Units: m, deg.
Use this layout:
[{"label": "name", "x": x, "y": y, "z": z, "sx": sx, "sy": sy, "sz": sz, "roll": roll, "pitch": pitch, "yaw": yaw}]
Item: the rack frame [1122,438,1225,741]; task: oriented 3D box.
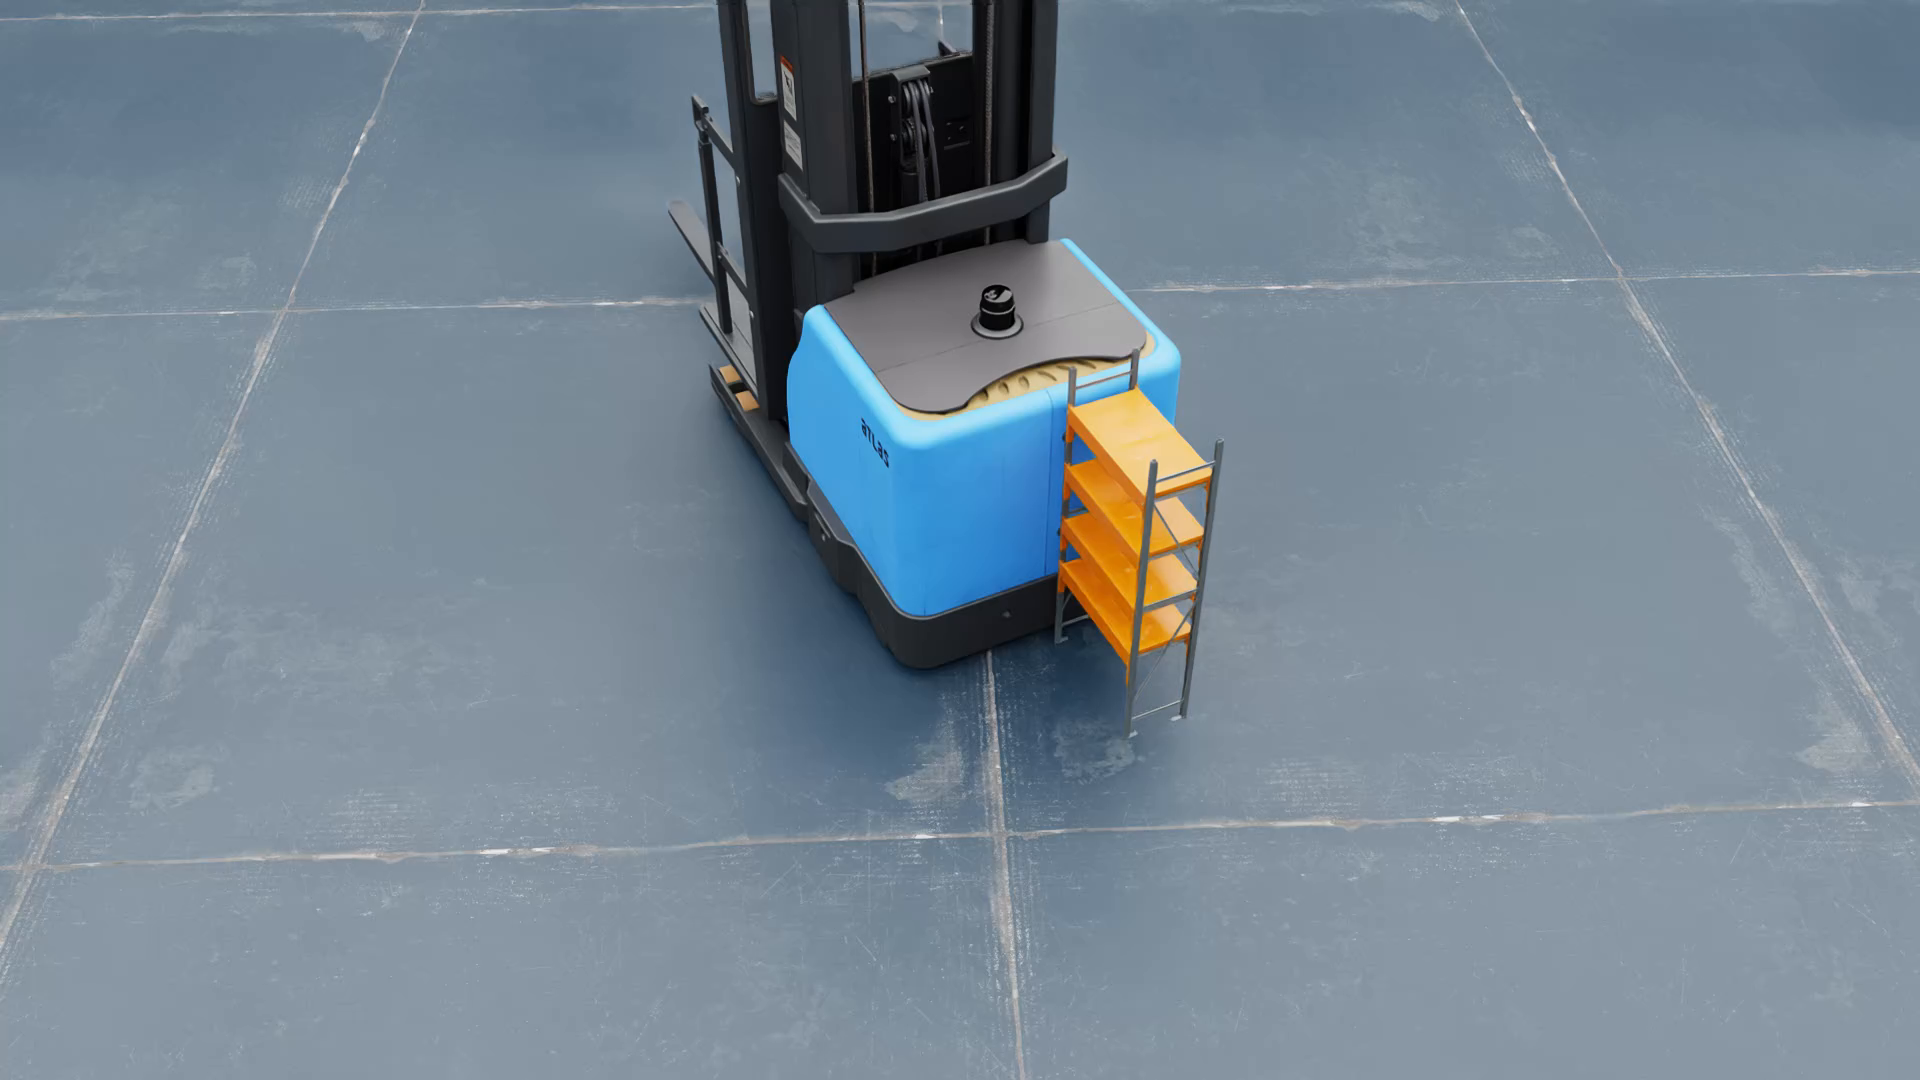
[{"label": "rack frame", "x": 0.650, "y": 0.186, "z": 5.160, "sx": 0.240, "sy": 1.200, "sz": 0.015, "roll": -18, "pitch": 45, "yaw": -18}]

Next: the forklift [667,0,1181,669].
[{"label": "forklift", "x": -0.371, "y": -1.639, "z": 5.869, "sx": 1.130, "sy": 2.935, "sz": 3.031, "roll": -18, "pitch": 46, "yaw": -19}]

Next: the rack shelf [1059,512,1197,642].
[{"label": "rack shelf", "x": 0.547, "y": 0.086, "z": 5.368, "sx": 0.258, "sy": 0.148, "sz": 0.480, "roll": -18, "pitch": 45, "yaw": -18}]

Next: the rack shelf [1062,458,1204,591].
[{"label": "rack shelf", "x": 0.547, "y": -0.079, "z": 5.217, "sx": 0.258, "sy": 0.148, "sz": 0.480, "roll": -18, "pitch": 45, "yaw": -18}]

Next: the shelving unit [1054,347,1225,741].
[{"label": "shelving unit", "x": 0.547, "y": 0.036, "z": 5.322, "sx": 0.258, "sy": 1.200, "sz": 0.503, "roll": -18, "pitch": 45, "yaw": -18}]

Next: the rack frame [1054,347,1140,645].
[{"label": "rack frame", "x": 0.443, "y": -0.113, "z": 5.485, "sx": 0.240, "sy": 1.200, "sz": 0.015, "roll": -18, "pitch": 45, "yaw": -18}]

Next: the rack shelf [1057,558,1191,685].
[{"label": "rack shelf", "x": 0.547, "y": 0.232, "z": 5.502, "sx": 0.258, "sy": 0.148, "sz": 0.480, "roll": -18, "pitch": 45, "yaw": -18}]

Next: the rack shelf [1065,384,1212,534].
[{"label": "rack shelf", "x": 0.547, "y": -0.253, "z": 5.057, "sx": 0.258, "sy": 0.148, "sz": 0.480, "roll": -18, "pitch": 45, "yaw": -18}]
